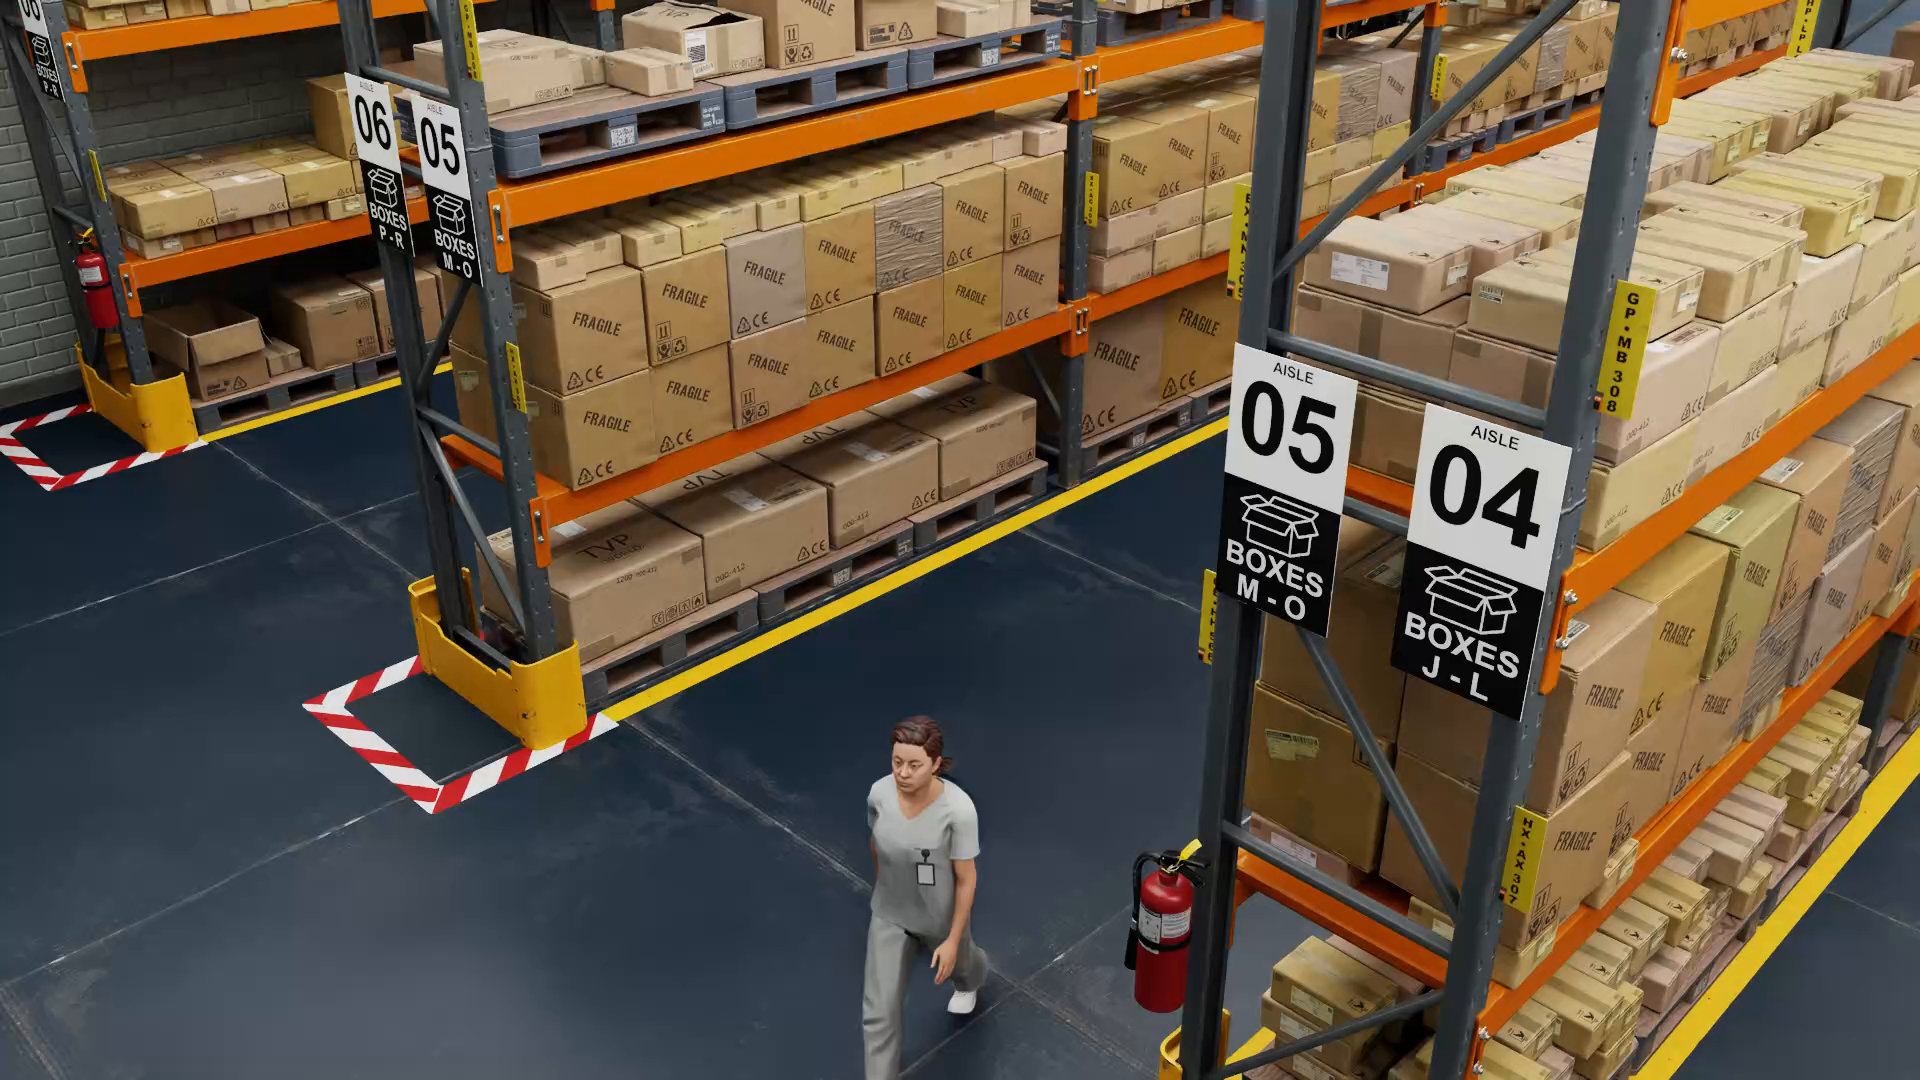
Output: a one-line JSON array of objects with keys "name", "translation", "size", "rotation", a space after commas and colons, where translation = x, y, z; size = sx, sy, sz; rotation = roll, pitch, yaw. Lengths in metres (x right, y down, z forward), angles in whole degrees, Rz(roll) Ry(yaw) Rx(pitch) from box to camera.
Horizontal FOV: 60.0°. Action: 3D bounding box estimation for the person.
[{"name": "person", "translation": [-0.140, 1.354, 6.081], "size": [0.445, 1.617, 1.080], "rotation": [7, 29, 12]}]
